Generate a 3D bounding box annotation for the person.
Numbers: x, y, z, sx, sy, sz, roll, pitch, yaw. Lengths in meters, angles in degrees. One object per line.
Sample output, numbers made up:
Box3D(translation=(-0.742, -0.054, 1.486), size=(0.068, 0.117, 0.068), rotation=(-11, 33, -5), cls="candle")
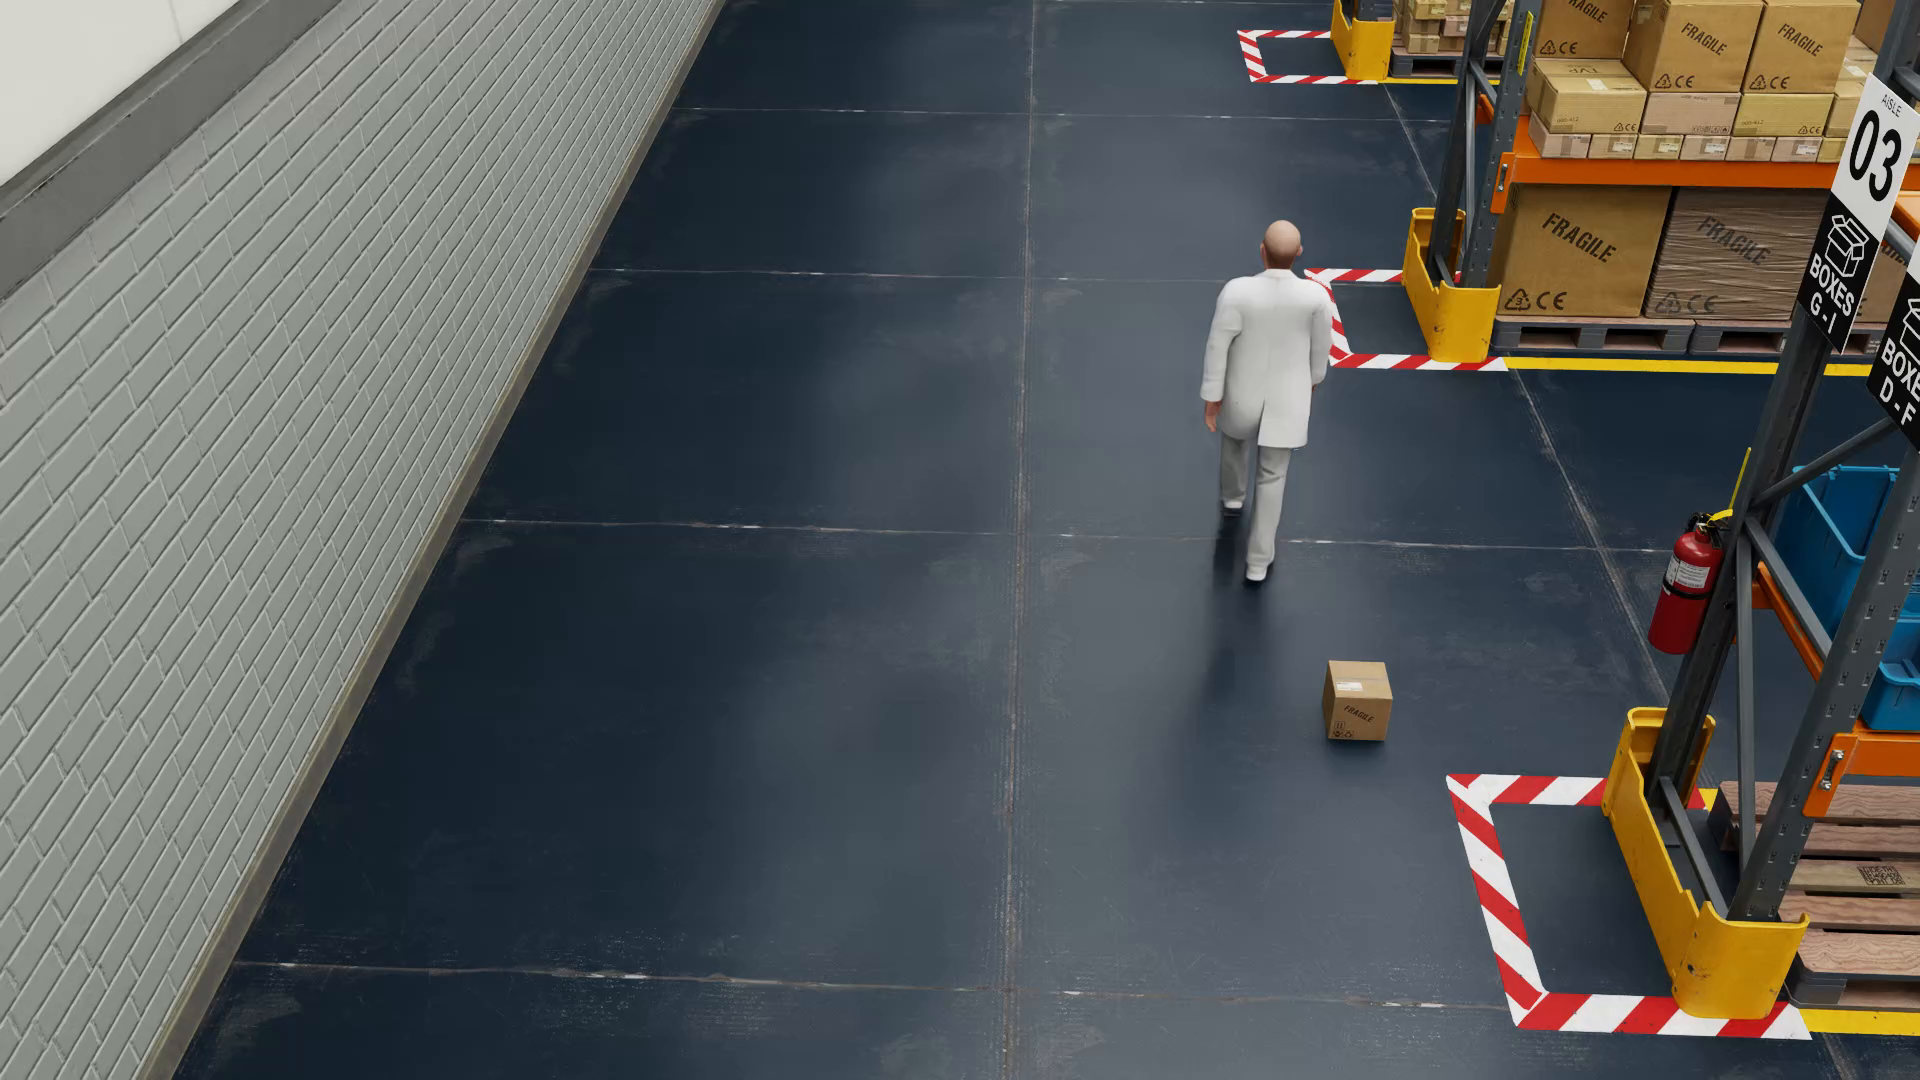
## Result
Box3D(translation=(1.490, -0.734, 8.186), size=(0.604, 1.791, 0.977), rotation=(6, 36, 9), cls="person")
